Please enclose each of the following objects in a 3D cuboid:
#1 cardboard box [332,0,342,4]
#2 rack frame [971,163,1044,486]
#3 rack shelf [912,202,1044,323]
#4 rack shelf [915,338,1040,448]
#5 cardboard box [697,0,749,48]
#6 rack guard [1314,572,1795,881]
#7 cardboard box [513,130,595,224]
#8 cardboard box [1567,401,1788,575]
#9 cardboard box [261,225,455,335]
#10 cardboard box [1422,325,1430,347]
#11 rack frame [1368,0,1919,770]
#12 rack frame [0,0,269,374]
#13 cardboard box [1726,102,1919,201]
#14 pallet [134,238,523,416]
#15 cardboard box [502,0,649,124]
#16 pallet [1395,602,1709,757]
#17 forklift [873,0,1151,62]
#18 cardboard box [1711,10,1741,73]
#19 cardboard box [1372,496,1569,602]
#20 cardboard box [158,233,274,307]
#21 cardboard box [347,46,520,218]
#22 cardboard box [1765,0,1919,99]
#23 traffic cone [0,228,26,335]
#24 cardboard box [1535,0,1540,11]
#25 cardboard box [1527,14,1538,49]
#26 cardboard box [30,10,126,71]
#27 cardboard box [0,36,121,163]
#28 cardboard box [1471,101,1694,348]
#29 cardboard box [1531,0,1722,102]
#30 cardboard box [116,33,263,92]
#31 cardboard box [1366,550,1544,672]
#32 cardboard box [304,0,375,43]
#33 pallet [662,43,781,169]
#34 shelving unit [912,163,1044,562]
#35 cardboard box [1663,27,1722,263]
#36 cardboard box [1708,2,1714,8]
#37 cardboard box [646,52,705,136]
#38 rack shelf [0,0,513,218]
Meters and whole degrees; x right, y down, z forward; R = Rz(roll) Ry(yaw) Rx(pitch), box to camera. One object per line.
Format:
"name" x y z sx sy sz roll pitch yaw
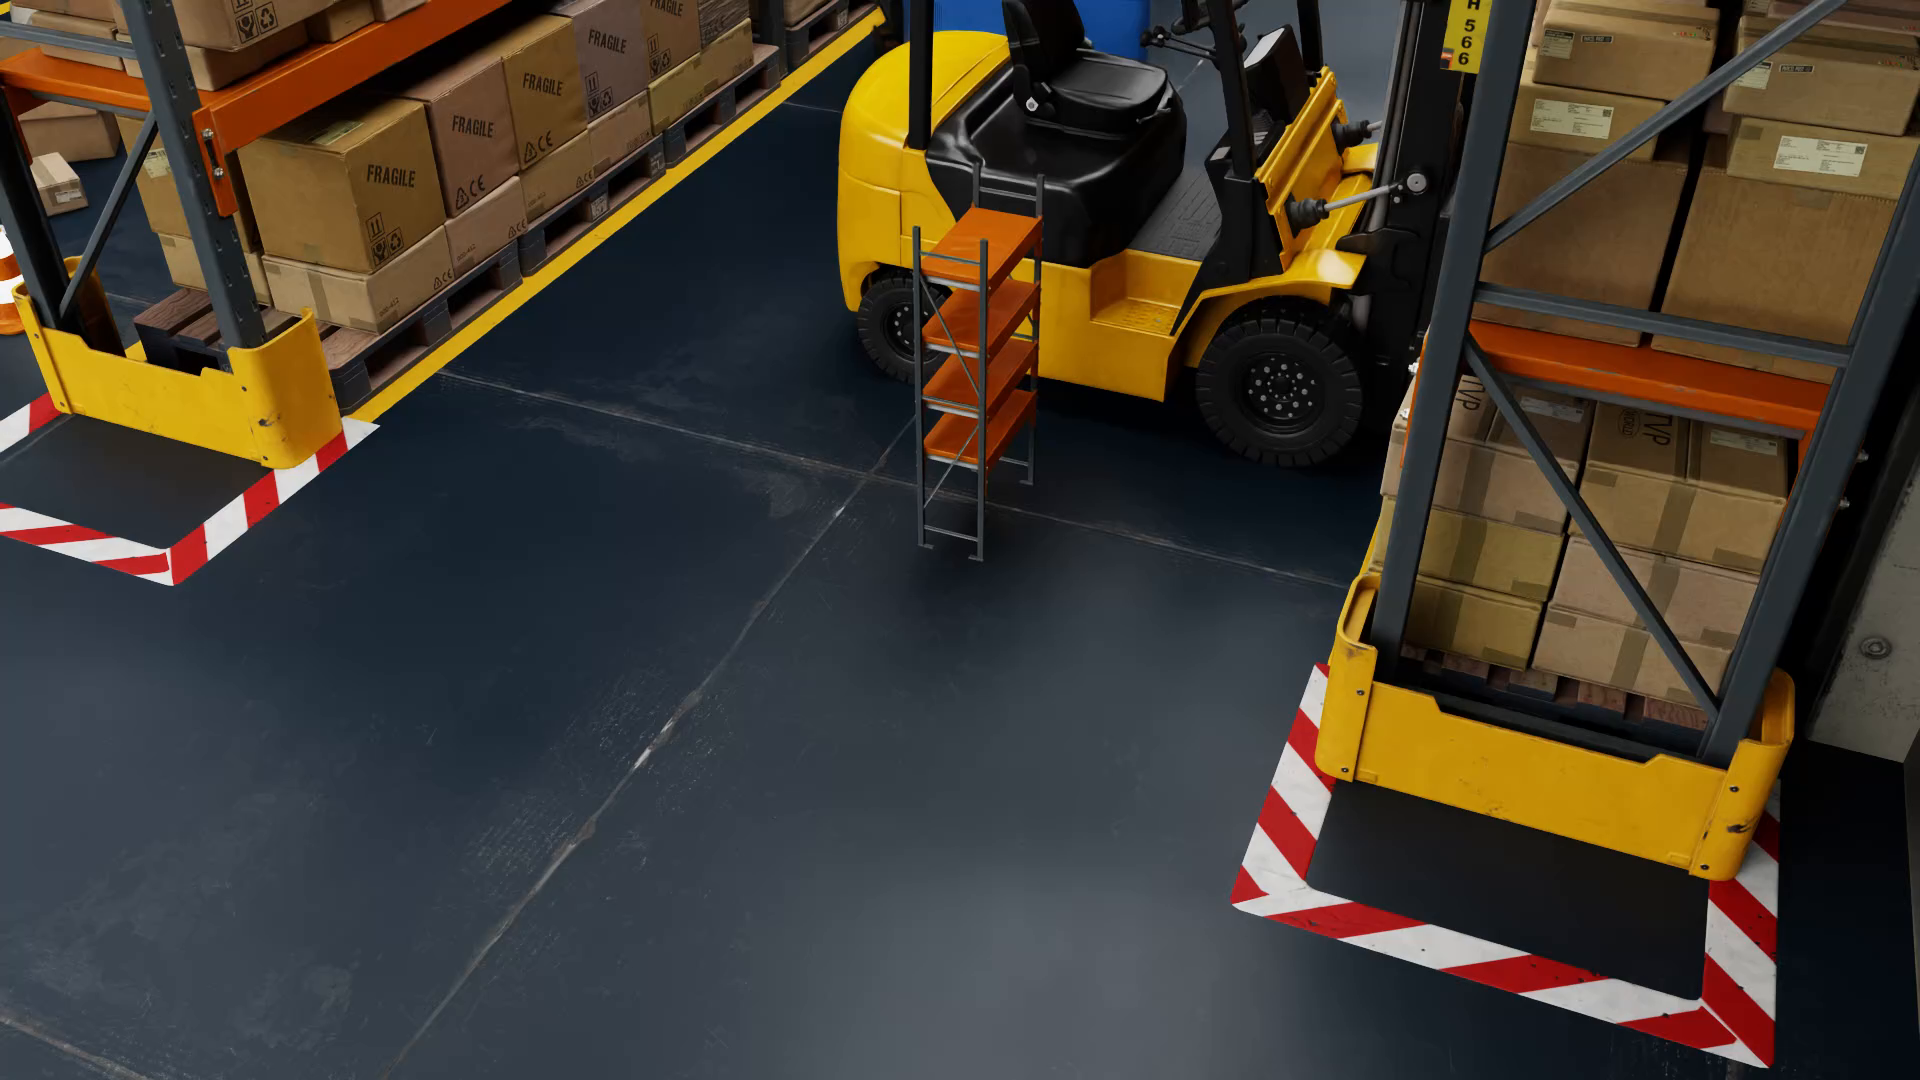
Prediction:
"cardboard box" -2.325 -2.279 5.962 0.500 0.500 0.500 15 39 19
"rack frame" 0.156 -0.707 5.694 0.240 1.200 0.015 14 39 18
"rack shelf" 0.063 -0.887 5.278 0.258 0.148 0.480 14 39 18
"rack shelf" 0.063 -0.518 5.554 0.258 0.148 0.480 14 39 18
"cardboard box" -1.411 -2.827 8.346 0.500 0.500 0.500 13 39 17
"rack guard" 1.627 0.510 4.651 1.175 0.500 0.348 14 39 18
"cardboard box" -1.996 -1.670 7.425 0.500 0.250 0.500 16 40 21
"cardboard box" 1.994 -0.195 4.617 0.500 0.250 0.500 13 39 17
"cardboard box" -2.393 -1.084 6.641 0.500 0.250 0.500 14 39 17
"cardboard box" 1.711 -0.582 5.134 0.500 0.250 0.500 15 39 19
"rack frame" 1.636 -0.505 3.920 1.000 3.000 0.127 14 39 18
"rack frame" -2.956 -1.634 5.430 1.000 3.000 0.127 14 39 18
"cardboard box" 2.005 -0.934 3.868 0.380 0.149 0.250 13 39 17
"pallet" -2.585 -1.001 6.912 1.003 0.211 1.213 14 39 18
"cardboard box" -1.796 -2.262 7.590 0.500 0.500 0.500 16 40 20
"pallet" 1.888 0.179 5.334 1.003 0.211 1.213 14 39 18
"forklift" 0.123 -3.806 8.394 1.130 2.935 3.031 -7 37 -9
"cardboard box" 2.142 -1.224 4.256 0.380 0.149 0.250 13 39 17
"cardboard box" 1.532 -0.113 4.924 0.500 0.250 0.500 13 39 17
"cardboard box" -2.888 -1.223 6.826 0.500 0.250 0.500 14 39 18
"cardboard box" -2.190 -1.688 6.823 0.500 0.500 0.500 12 39 16
"cardboard box" 2.120 -1.194 3.969 0.380 0.149 0.250 15 39 19
"traffic cone" -3.985 -1.149 6.901 0.336 0.463 0.334 14 39 18
"cardboard box" 1.717 -1.465 4.331 0.380 0.149 0.250 15 39 19
"cardboard box" 1.578 -1.209 4.237 0.380 0.149 0.250 14 39 18
"cardboard box" -3.012 -1.789 5.848 0.380 0.149 0.250 15 39 19
"cardboard box" -4.629 -2.183 8.250 0.797 0.503 0.637 -11 38 -14
"cardboard box" 1.580 -0.877 4.335 0.500 0.500 0.500 13 39 17
"cardboard box" 1.577 -1.170 3.937 0.380 0.149 0.250 14 39 18
"cardboard box" -2.635 -1.674 5.694 0.380 0.149 0.250 14 39 18
"cardboard box" 1.522 0.096 5.062 0.500 0.250 0.500 14 39 18
"cardboard box" -2.376 -1.945 6.057 0.380 0.149 0.250 13 39 16
"pallet" -1.657 -2.351 8.720 1.003 0.211 1.213 14 39 18
"shelving unit" 0.063 -0.572 5.513 0.258 1.200 0.503 14 39 18
"cardboard box" 2.259 -1.050 4.565 0.500 0.500 0.500 15 39 19
"cardboard box" 1.981 -1.446 5.096 0.500 0.500 0.500 13 39 17
"cardboard box" -1.604 -2.229 8.173 0.500 0.250 0.500 13 39 17
"rack shelf" -2.195 -2.453 7.127 1.077 0.370 4.000 14 39 18
